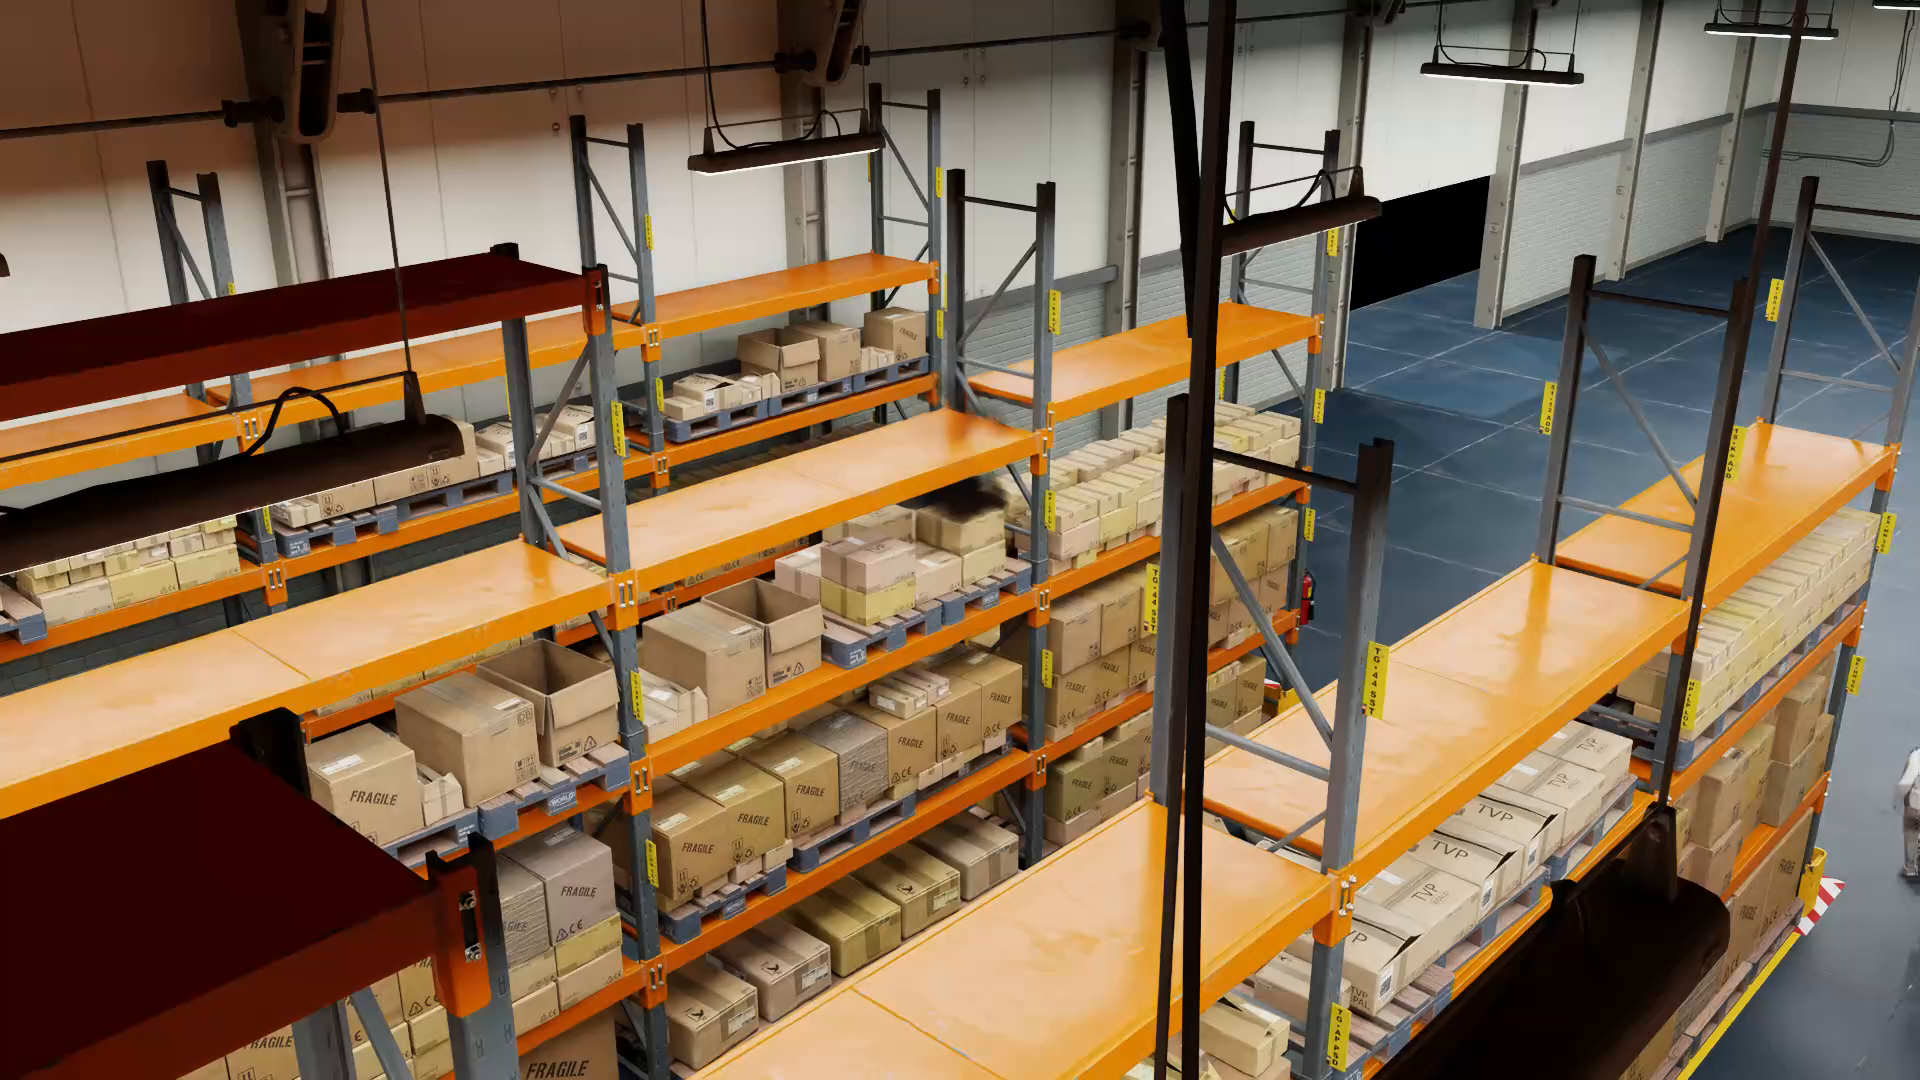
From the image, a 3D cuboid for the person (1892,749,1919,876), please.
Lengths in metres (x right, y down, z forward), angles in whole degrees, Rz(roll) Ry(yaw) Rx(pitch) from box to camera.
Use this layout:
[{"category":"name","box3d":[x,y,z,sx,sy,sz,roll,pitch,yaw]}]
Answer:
[{"category":"person","box3d":[8.102,2.244,13.936,0.677,1.705,0.828,4,22,11]}]
